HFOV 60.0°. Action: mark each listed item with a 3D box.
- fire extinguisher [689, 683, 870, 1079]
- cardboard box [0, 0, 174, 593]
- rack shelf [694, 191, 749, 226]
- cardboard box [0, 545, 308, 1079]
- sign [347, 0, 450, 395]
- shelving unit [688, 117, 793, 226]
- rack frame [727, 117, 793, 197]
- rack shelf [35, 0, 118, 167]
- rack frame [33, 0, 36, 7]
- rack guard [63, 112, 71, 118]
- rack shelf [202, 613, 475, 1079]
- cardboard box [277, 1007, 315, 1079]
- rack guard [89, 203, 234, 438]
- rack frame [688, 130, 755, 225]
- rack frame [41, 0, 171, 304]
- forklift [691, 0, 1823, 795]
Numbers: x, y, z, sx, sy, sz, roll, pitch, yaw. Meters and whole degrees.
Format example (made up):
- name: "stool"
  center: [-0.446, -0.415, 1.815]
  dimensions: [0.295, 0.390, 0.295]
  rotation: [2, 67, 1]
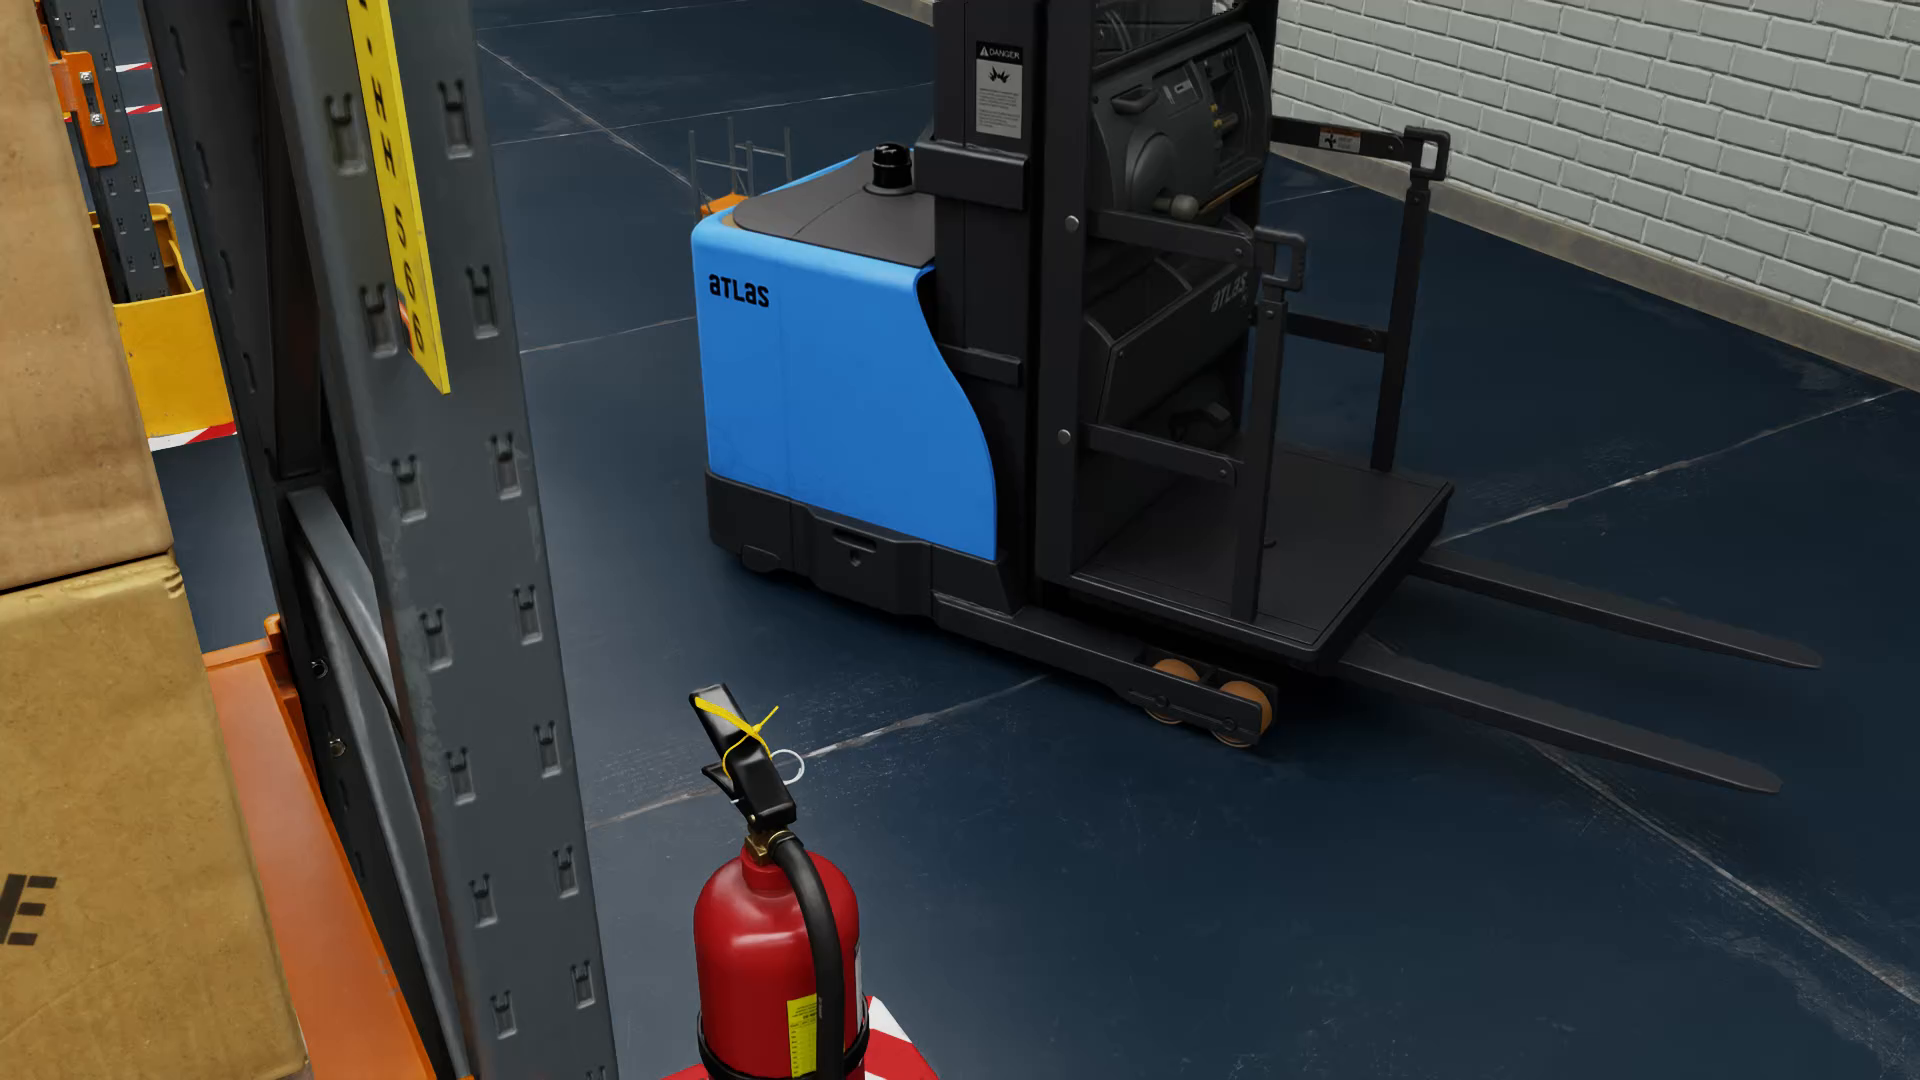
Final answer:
- name: "fire extinguisher"
  center: [-0.188, 0.476, 1.749]
  dimensions: [0.183, 0.674, 0.296]
  rotation: [-16, 33, -26]
- name: "cardboard box"
  center: [-0.907, -0.248, 1.149]
  dimensions: [0.500, 0.500, 0.500]
  rotation: [-17, 33, -27]
- name: "rack shelf"
  center: [-0.664, -0.987, 5.144]
  dimensions: [0.258, 0.103, 0.180]
  rotation: [17, 33, 28]
- name: "cardboard box"
  center: [-0.896, 0.191, 1.388]
  dimensions: [0.500, 0.500, 0.500]
  rotation: [-15, 32, -25]
- name: "sign"
  center: [-0.375, -0.261, 1.093]
  dimensions: [0.005, 0.325, 0.100]
  rotation: [-16, 33, -26]
- name: "shelving unit"
  center: [-0.664, -0.711, 5.296]
  dimensions: [0.258, 1.200, 0.189]
  rotation: [17, 33, 28]
- name: "rack frame"
  center: [-0.615, -0.748, 5.364]
  dimensions: [0.240, 1.200, 0.006]
  rotation: [17, 33, 28]
- name: "rack shelf"
  center: [-4.789, -1.138, 4.953]
  dimensions: [4.000, 0.370, 1.077]
  rotation: [-16, 33, -26]
- name: "rack frame"
  center: [-5.574, -4.006, 9.405]
  dimensions: [0.127, 3.000, 1.000]
  rotation: [-16, 33, -26]
- name: "rack guard"
  center: [-5.559, -2.923, 10.029]
  dimensions: [0.348, 0.500, 1.175]
  rotation: [-16, 33, -26]
- name: "rack shelf"
  center: [-2.363, 0.953, 1.164]
  dimensions: [4.000, 0.370, 1.077]
  rotation: [-16, 33, -26]
- name: "cardboard box"
  center: [-0.777, 0.456, 1.580]
  dimensions: [0.250, 0.149, 0.380]
  rotation: [-16, 33, -26]
- name: "rack guard"
  center: [-3.044, -0.854, 6.281]
  dimensions: [0.348, 0.500, 1.175]
  rotation: [-16, 33, -26]
- name: "rack frame"
  center: [-0.713, -0.673, 5.228]
  dimensions: [0.240, 1.200, 0.006]
  rotation: [17, 33, 28]
- name: "rack frame"
  center: [-3.064, -1.943, 5.666]
  dimensions: [0.127, 3.000, 1.000]
  rotation: [-16, 33, -26]
- name: "forklift"
  center: [0.748, -1.044, 4.107]
  dimensions: [3.031, 2.935, 1.130]
  rotation: [17, 33, 28]
